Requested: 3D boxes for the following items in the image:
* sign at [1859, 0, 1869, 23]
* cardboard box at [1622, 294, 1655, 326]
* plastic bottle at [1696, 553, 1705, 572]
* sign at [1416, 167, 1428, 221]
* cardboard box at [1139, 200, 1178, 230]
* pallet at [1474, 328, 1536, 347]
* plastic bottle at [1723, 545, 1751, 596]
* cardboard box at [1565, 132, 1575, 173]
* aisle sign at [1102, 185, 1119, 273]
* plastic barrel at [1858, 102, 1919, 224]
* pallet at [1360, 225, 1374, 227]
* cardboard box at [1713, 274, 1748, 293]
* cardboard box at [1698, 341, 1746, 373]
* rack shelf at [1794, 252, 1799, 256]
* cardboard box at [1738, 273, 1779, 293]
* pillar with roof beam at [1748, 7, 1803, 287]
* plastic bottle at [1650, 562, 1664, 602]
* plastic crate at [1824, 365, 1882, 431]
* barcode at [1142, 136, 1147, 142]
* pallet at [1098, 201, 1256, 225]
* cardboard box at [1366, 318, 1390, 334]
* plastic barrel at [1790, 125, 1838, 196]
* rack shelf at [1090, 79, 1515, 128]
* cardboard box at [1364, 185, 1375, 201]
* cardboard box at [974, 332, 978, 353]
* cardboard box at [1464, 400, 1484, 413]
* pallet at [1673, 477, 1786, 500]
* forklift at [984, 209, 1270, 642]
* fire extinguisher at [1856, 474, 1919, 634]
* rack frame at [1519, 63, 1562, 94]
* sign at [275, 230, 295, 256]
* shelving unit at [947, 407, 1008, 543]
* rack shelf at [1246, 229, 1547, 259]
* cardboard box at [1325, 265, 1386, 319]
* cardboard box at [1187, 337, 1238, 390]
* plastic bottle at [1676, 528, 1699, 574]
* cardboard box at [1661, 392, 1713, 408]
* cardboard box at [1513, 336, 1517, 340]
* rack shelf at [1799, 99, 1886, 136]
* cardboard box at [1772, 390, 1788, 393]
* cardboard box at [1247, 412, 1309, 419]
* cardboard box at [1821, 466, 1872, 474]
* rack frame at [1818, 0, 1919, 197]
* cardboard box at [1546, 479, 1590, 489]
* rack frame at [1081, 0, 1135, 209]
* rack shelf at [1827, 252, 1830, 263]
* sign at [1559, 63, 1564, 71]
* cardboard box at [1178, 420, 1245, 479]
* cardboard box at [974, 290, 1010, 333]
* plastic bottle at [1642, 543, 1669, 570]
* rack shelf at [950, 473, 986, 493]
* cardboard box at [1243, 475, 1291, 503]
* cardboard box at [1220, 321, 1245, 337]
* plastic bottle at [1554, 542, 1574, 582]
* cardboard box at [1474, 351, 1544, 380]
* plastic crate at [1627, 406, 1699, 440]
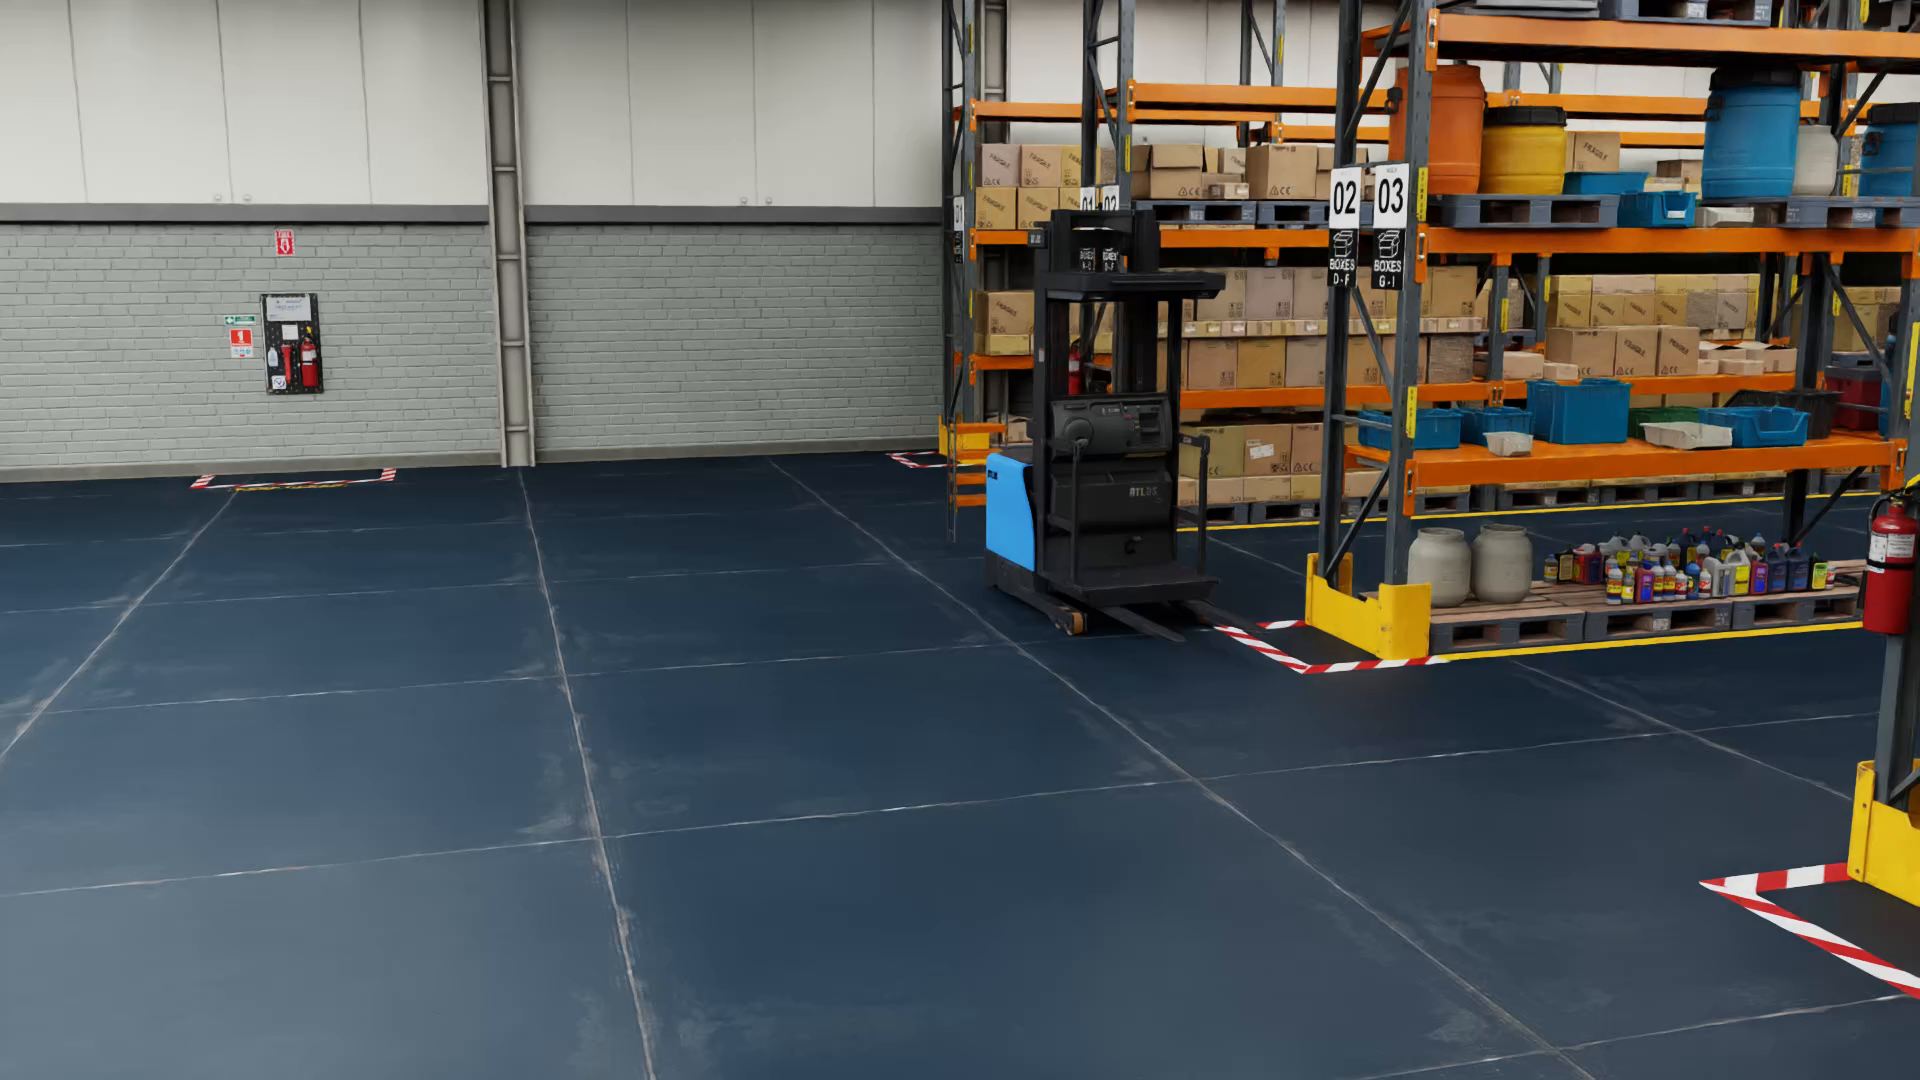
[{"bbox_3d":[9.201,-5.436,16.908,0.005,0.325,0.100,-3,11,-16],"label":"sign"},{"bbox_3d":[9.174,-3.141,22.874,0.500,0.500,0.500,-3,11,-16],"label":"cardboard box"},{"bbox_3d":[5.363,0.236,11.970,0.133,0.283,0.061,-3,11,-16],"label":"plastic bottle"},{"bbox_3d":[2.892,-2.163,10.402,0.005,0.325,0.100,-3,11,-16],"label":"sign"},{"bbox_3d":[2.387,-4.111,20.680,0.500,0.500,0.500,-3,11,-18],"label":"cardboard box"},{"bbox_3d":[7.000,-2.757,22.470,1.003,0.211,1.213,-3,11,-16],"label":"pallet"},{"bbox_3d":[5.550,0.214,11.904,0.185,0.351,0.144,-3,11,-16],"label":"plastic bottle"},{"bbox_3d":[5.805,-3.844,16.742,0.500,0.500,0.500,-3,11,-15],"label":"cardboard box"},{"bbox_3d":[1.384,-2.862,15.331,0.004,0.787,0.394,-3,11,-16],"label":"aisle sign"},{"bbox_3d":[7.010,-2.766,12.323,0.708,0.901,0.600,-3,11,-16],"label":"plastic barrel"},{"bbox_3d":[5.431,-4.152,21.753,1.003,0.211,1.213,-3,11,-16],"label":"pallet"},{"bbox_3d":[10.624,-3.590,23.242,0.500,0.250,0.500,-3,11,-15],"label":"cardboard box"},{"bbox_3d":[8.129,-1.989,18.018,0.500,0.311,0.500,-3,11,-17],"label":"cardboard box"},{"bbox_3d":[13.415,-4.331,24.192,4.000,0.370,1.077,-3,11,-16],"label":"rack shelf"},{"bbox_3d":[11.118,-3.614,23.373,0.500,0.250,0.500,-3,11,-15],"label":"cardboard box"},{"bbox_3d":[13.128,-5.496,20.250,0.548,9.000,9.100,-3,11,-16],"label":"pillar with roof beam"},{"bbox_3d":[4.899,0.292,11.701,0.097,0.271,0.097,0,10,0],"label":"plastic bottle"},{"bbox_3d":[6.962,-1.090,12.711,0.583,0.464,0.402,-3,11,-16],"label":"plastic crate"},{"bbox_3d":[2.359,-5.117,21.230,0.075,0.075,0.001,-3,11,-16],"label":"barcode"},{"bbox_3d":[2.047,-3.103,15.780,1.213,0.211,1.003,-3,11,-16],"label":"pallet"},{"bbox_3d":[4.023,-2.108,16.351,0.250,0.149,0.380,-3,11,-16],"label":"cardboard box"},{"bbox_3d":[6.114,-2.730,12.042,0.421,0.512,0.421,0,10,0],"label":"plastic barrel"},{"bbox_3d":[3.281,-4.141,15.982,4.000,0.370,1.077,-3,11,-16],"label":"rack shelf"},{"bbox_3d":[4.120,-3.361,16.084,0.250,0.149,0.380,-3,11,-16],"label":"cardboard box"},{"bbox_3d":[0.368,-2.494,20.874,0.500,0.250,0.500,-3,11,-15],"label":"cardboard box"},{"bbox_3d":[6.977,-1.847,22.689,0.500,0.500,0.700,-3,11,-15],"label":"cardboard box"},{"bbox_3d":[8.241,-0.639,18.136,1.213,0.211,1.003,-3,11,-16],"label":"pallet"},{"bbox_3d":[1.173,-0.858,11.816,1.130,2.935,3.031,-4,11,-20],"label":"forklift"},{"bbox_3d":[3.888,0.046,6.929,0.183,0.674,0.296,-3,11,-16],"label":"fire extinguisher"},{"bbox_3d":[7.654,-5.856,22.206,0.127,3.000,1.000,-3,11,-16],"label":"rack frame"},{"bbox_3d":[-7.777,-3.422,19.149,0.199,0.298,0.001,-3,11,-16],"label":"sign"},{"bbox_3d":[0.159,-0.598,15.187,0.503,1.200,0.258,-3,11,-16],"label":"shelving unit"},{"bbox_3d":[5.734,-3.926,21.993,4.000,0.370,1.077,-3,11,-16],"label":"rack shelf"},{"bbox_3d":[3.812,-2.455,16.442,0.500,0.500,0.700,-3,11,-16],"label":"cardboard box"},{"bbox_3d":[2.316,-1.738,16.130,0.500,0.500,0.700,-3,11,-14],"label":"cardboard box"},{"bbox_3d":[5.510,0.083,12.613,0.185,0.351,0.144,-4,11,-18],"label":"plastic bottle"},{"bbox_3d":[10.054,-2.157,23.457,0.750,0.750,0.750,-3,11,-14],"label":"cardboard box"},{"bbox_3d":[7.895,-2.853,23.102,0.250,0.149,0.380,-3,11,-15],"label":"cardboard box"},{"bbox_3d":[10.963,-4.546,18.181,4.000,0.370,1.077,-3,11,-16],"label":"rack shelf"},{"bbox_3d":[12.241,-2.105,24.146,0.500,0.500,0.700,-3,11,-15],"label":"cardboard box"},{"bbox_3d":[3.229,-1.020,16.870,0.500,0.500,0.500,-3,11,-16],"label":"cardboard box"},{"bbox_3d":[9.559,-1.005,18.115,0.500,0.500,0.500,-3,11,-14],"label":"cardboard box"},{"bbox_3d":[6.583,-3.932,11.752,0.127,3.000,1.000,-3,11,-16],"label":"rack frame"},{"bbox_3d":[6.149,-0.700,17.200,0.500,0.250,0.500,-3,11,-15],"label":"cardboard box"},{"bbox_3d":[1.361,-4.590,15.331,0.127,3.000,1.000,-3,11,-16],"label":"rack frame"},{"bbox_3d":[8.503,-2.204,12.638,4.000,0.370,1.077,-3,11,-16],"label":"rack shelf"},{"bbox_3d":[7.815,-6.261,21.605,0.005,0.325,0.100,-3,11,-16],"label":"sign"},{"bbox_3d":[2.418,-0.877,16.093,0.500,0.500,0.500,-3,11,-16],"label":"cardboard box"},{"bbox_3d":[0.366,-2.867,20.825,0.500,0.500,0.500,-3,11,-17],"label":"cardboard box"},{"bbox_3d":[5.168,0.166,12.370,0.135,0.276,0.152,-3,11,-16],"label":"plastic bottle"},{"bbox_3d":[0.159,-0.532,15.199,0.480,0.148,0.258,-3,11,-16],"label":"rack shelf"},{"bbox_3d":[2.897,-0.534,16.300,0.500,0.250,0.500,-3,11,-16],"label":"cardboard box"},{"bbox_3d":[2.534,-2.029,15.920,0.250,0.149,0.380,-3,11,-17],"label":"cardboard box"},{"bbox_3d":[4.490,0.163,12.370,0.133,0.283,0.061,-3,11,-15],"label":"plastic bottle"},{"bbox_3d":[5.662,-1.801,17.164,0.500,0.250,0.500,-2,11,-12],"label":"cardboard box"},{"bbox_3d":[5.200,-0.857,12.208,0.662,0.188,0.450,-3,11,-16],"label":"plastic crate"}]
